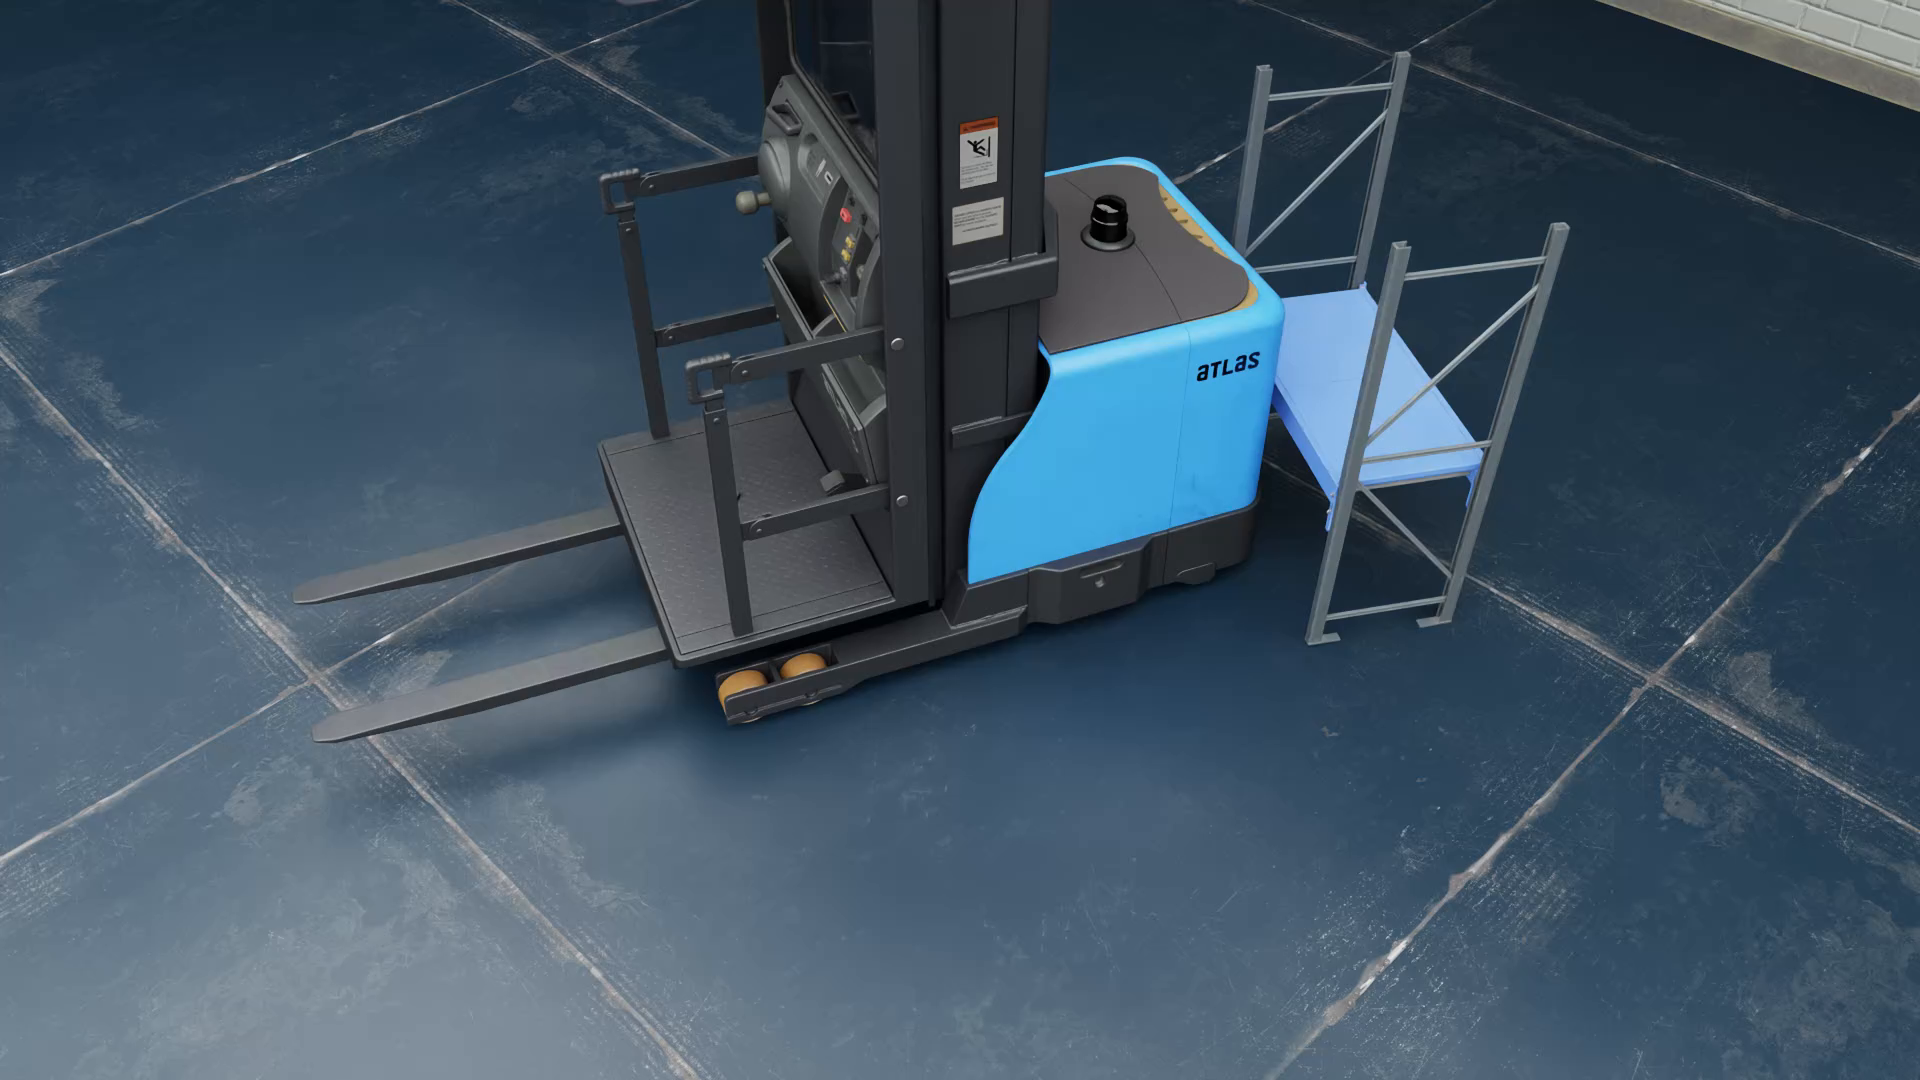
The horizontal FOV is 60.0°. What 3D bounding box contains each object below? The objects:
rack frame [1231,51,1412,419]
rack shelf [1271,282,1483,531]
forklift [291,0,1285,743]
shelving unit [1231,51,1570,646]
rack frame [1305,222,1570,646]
[{"bbox_3d":[1.147,-0.928,5.644,0.500,1.500,0.032,-8,43,-10],"label":"rack frame"},{"bbox_3d":[1.258,-0.459,5.402,0.538,0.185,1.000,-8,43,-10],"label":"rack shelf"},{"bbox_3d":[-0.581,-0.920,4.586,3.031,2.935,1.130,-15,45,-16],"label":"forklift"},{"bbox_3d":[1.261,-0.592,5.280,0.538,1.500,1.048,-8,43,-10],"label":"shelving unit"},{"bbox_3d":[1.374,-0.255,4.916,0.500,1.500,0.032,-8,43,-10],"label":"rack frame"}]
